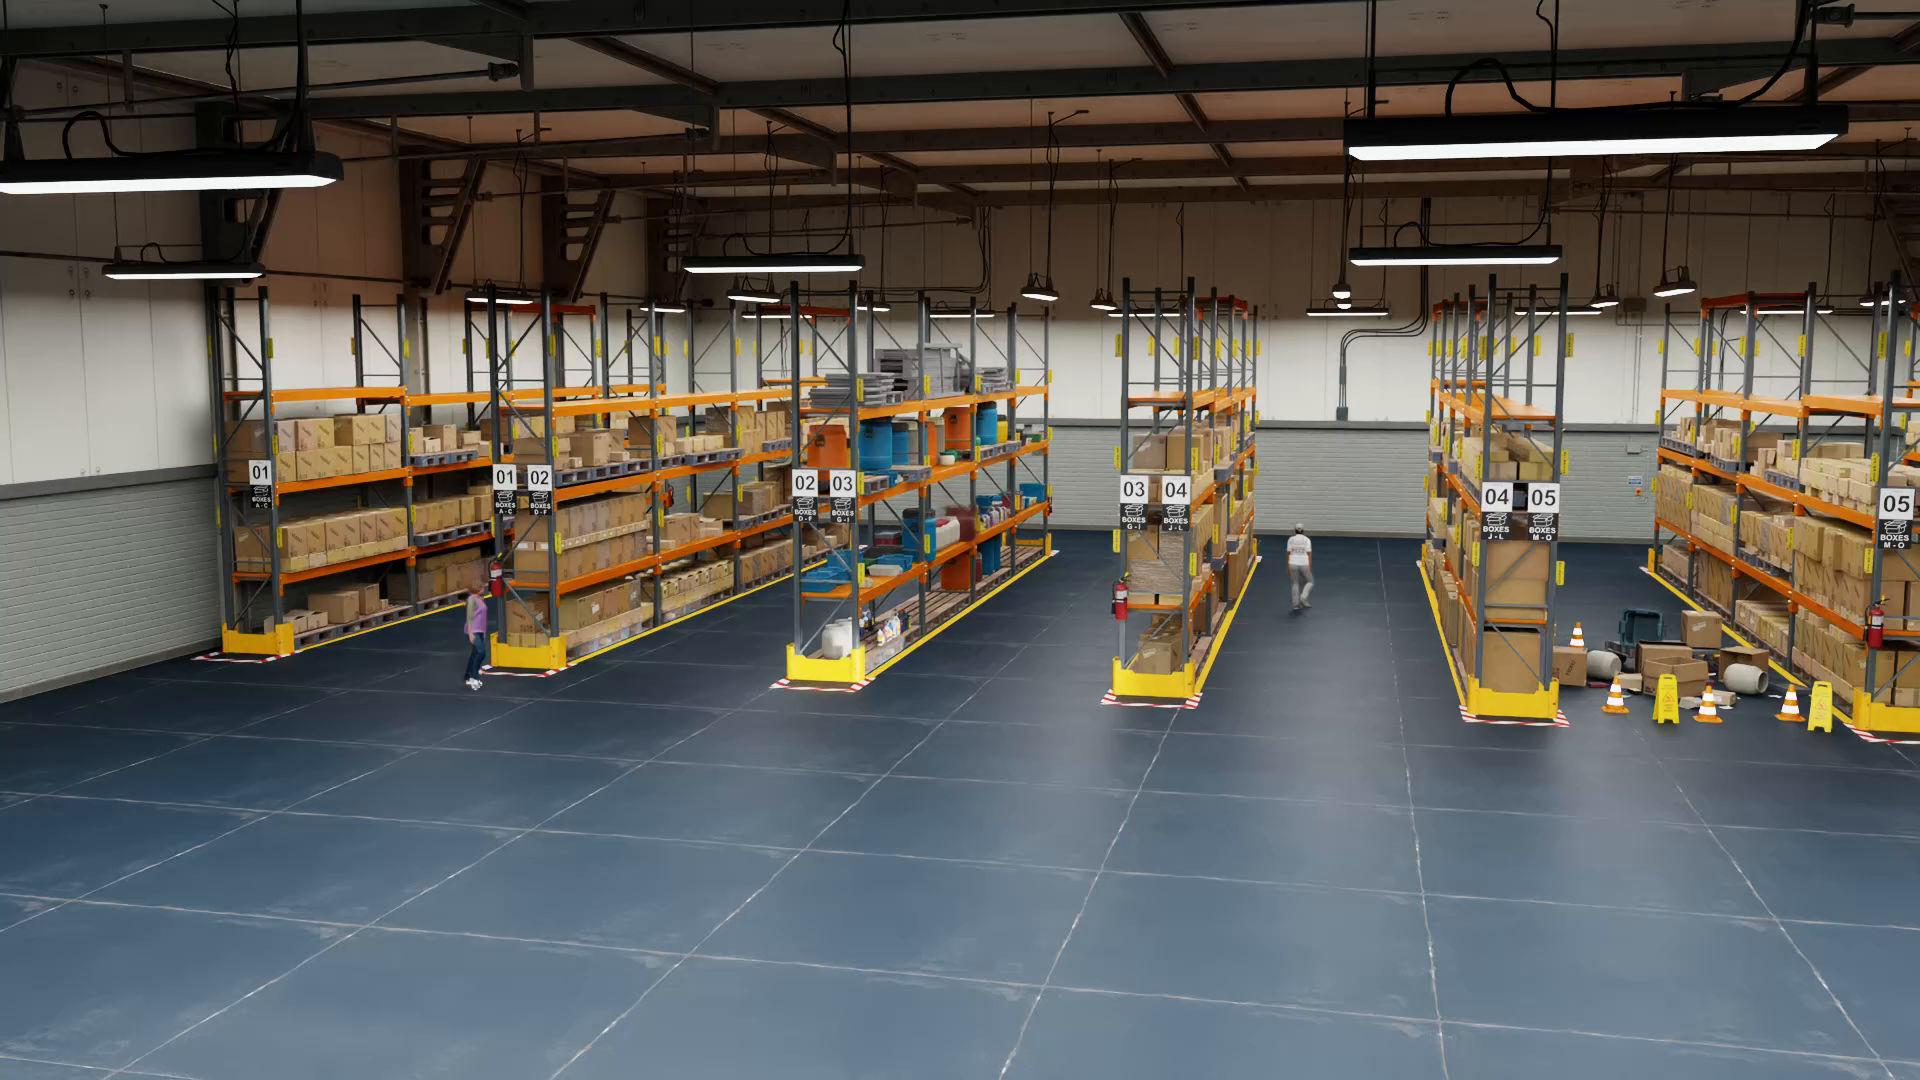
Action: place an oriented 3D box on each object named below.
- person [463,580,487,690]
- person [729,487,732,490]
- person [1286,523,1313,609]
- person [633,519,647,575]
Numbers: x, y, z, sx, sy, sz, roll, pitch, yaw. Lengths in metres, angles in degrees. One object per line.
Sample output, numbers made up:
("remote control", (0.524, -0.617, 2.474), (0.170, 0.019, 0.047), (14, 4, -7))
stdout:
("person", (-7.166, 1.394, 24.588), (0.446, 1.623, 0.448), (1, 7, 12))
("person", (-5.447, -0.464, 40.425), (0.698, 1.679, 0.661), (3, 7, 24))
("person", (6.523, 0.514, 31.957), (0.527, 1.662, 0.494), (3, 7, 22))
("person", (-7.139, -0.038, 36.793), (0.543, 1.639, 0.494), (5, 8, 36))
